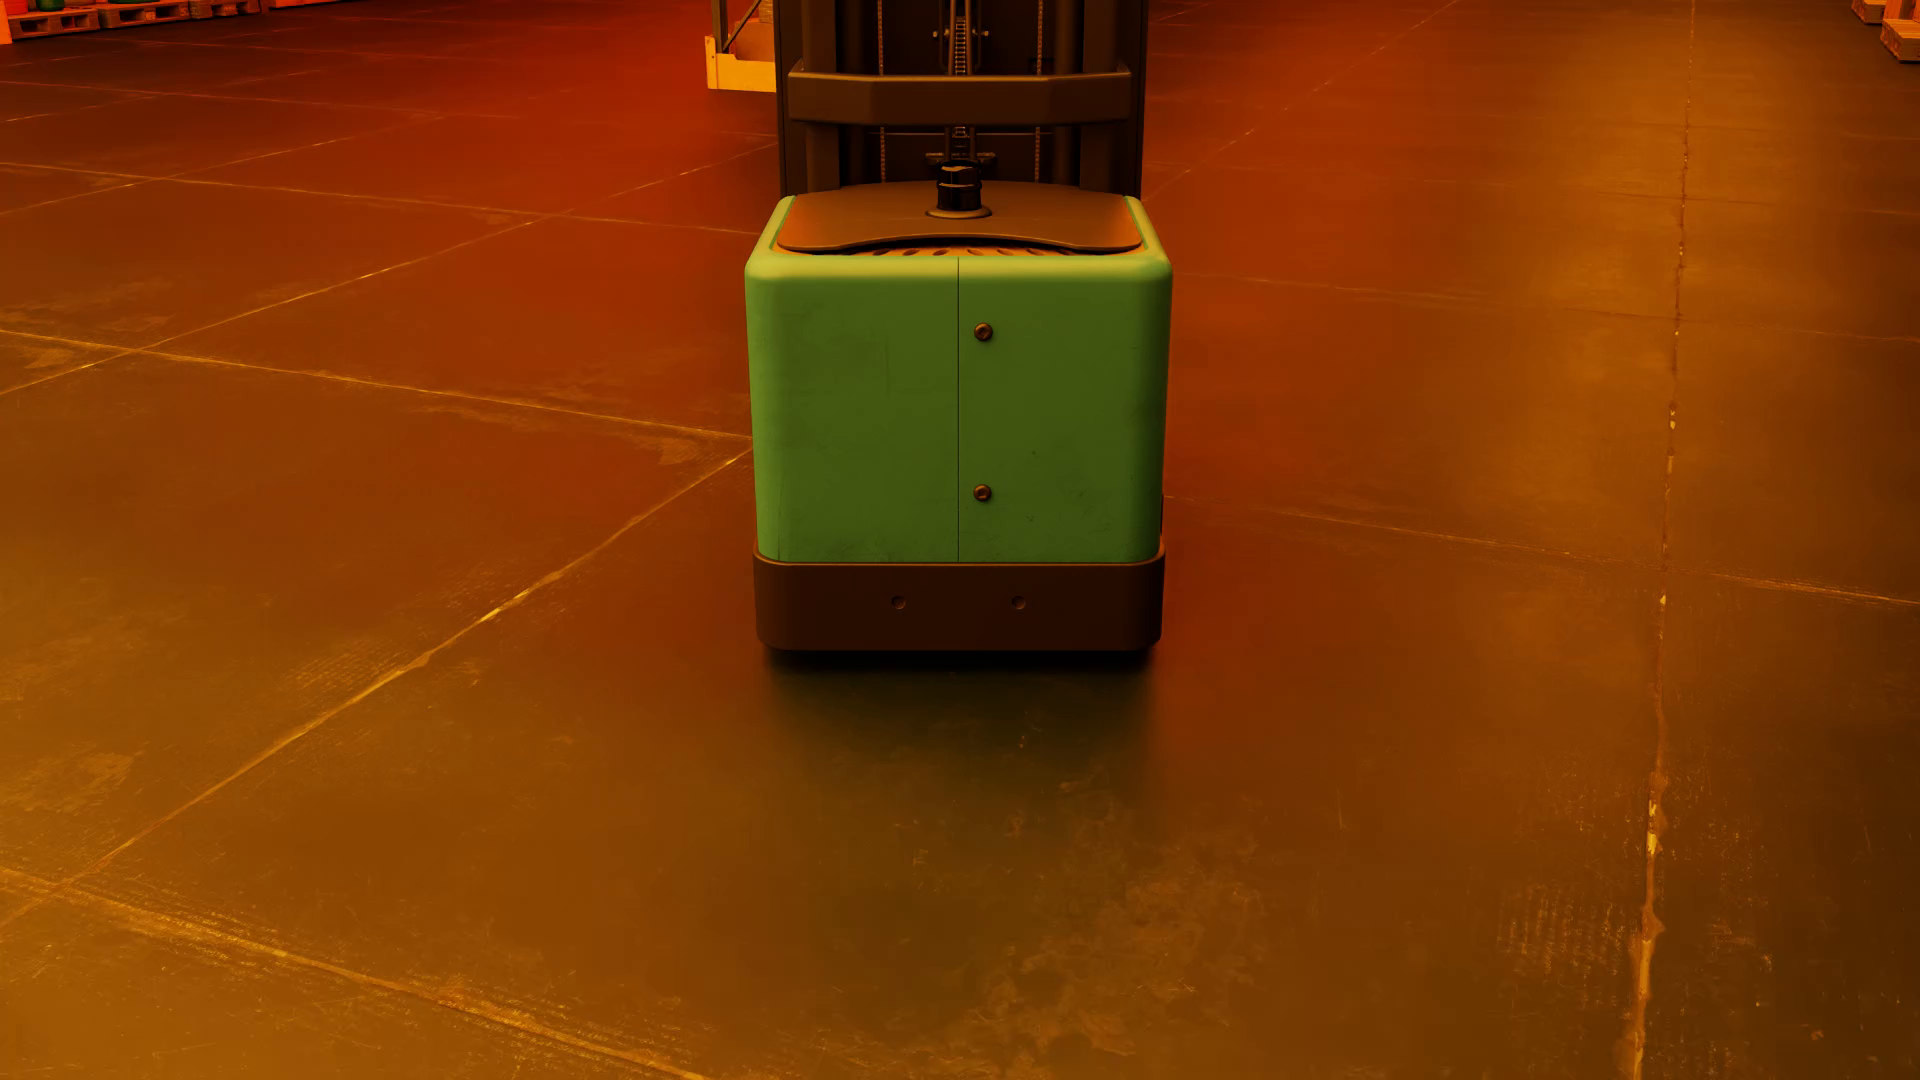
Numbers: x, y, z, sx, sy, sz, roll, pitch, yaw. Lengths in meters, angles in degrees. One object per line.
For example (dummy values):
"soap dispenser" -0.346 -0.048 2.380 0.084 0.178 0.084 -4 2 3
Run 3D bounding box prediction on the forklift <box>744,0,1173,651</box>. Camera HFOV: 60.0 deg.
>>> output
"forklift" 0.002 -1.587 5.089 1.130 2.935 3.031 0 23 0
